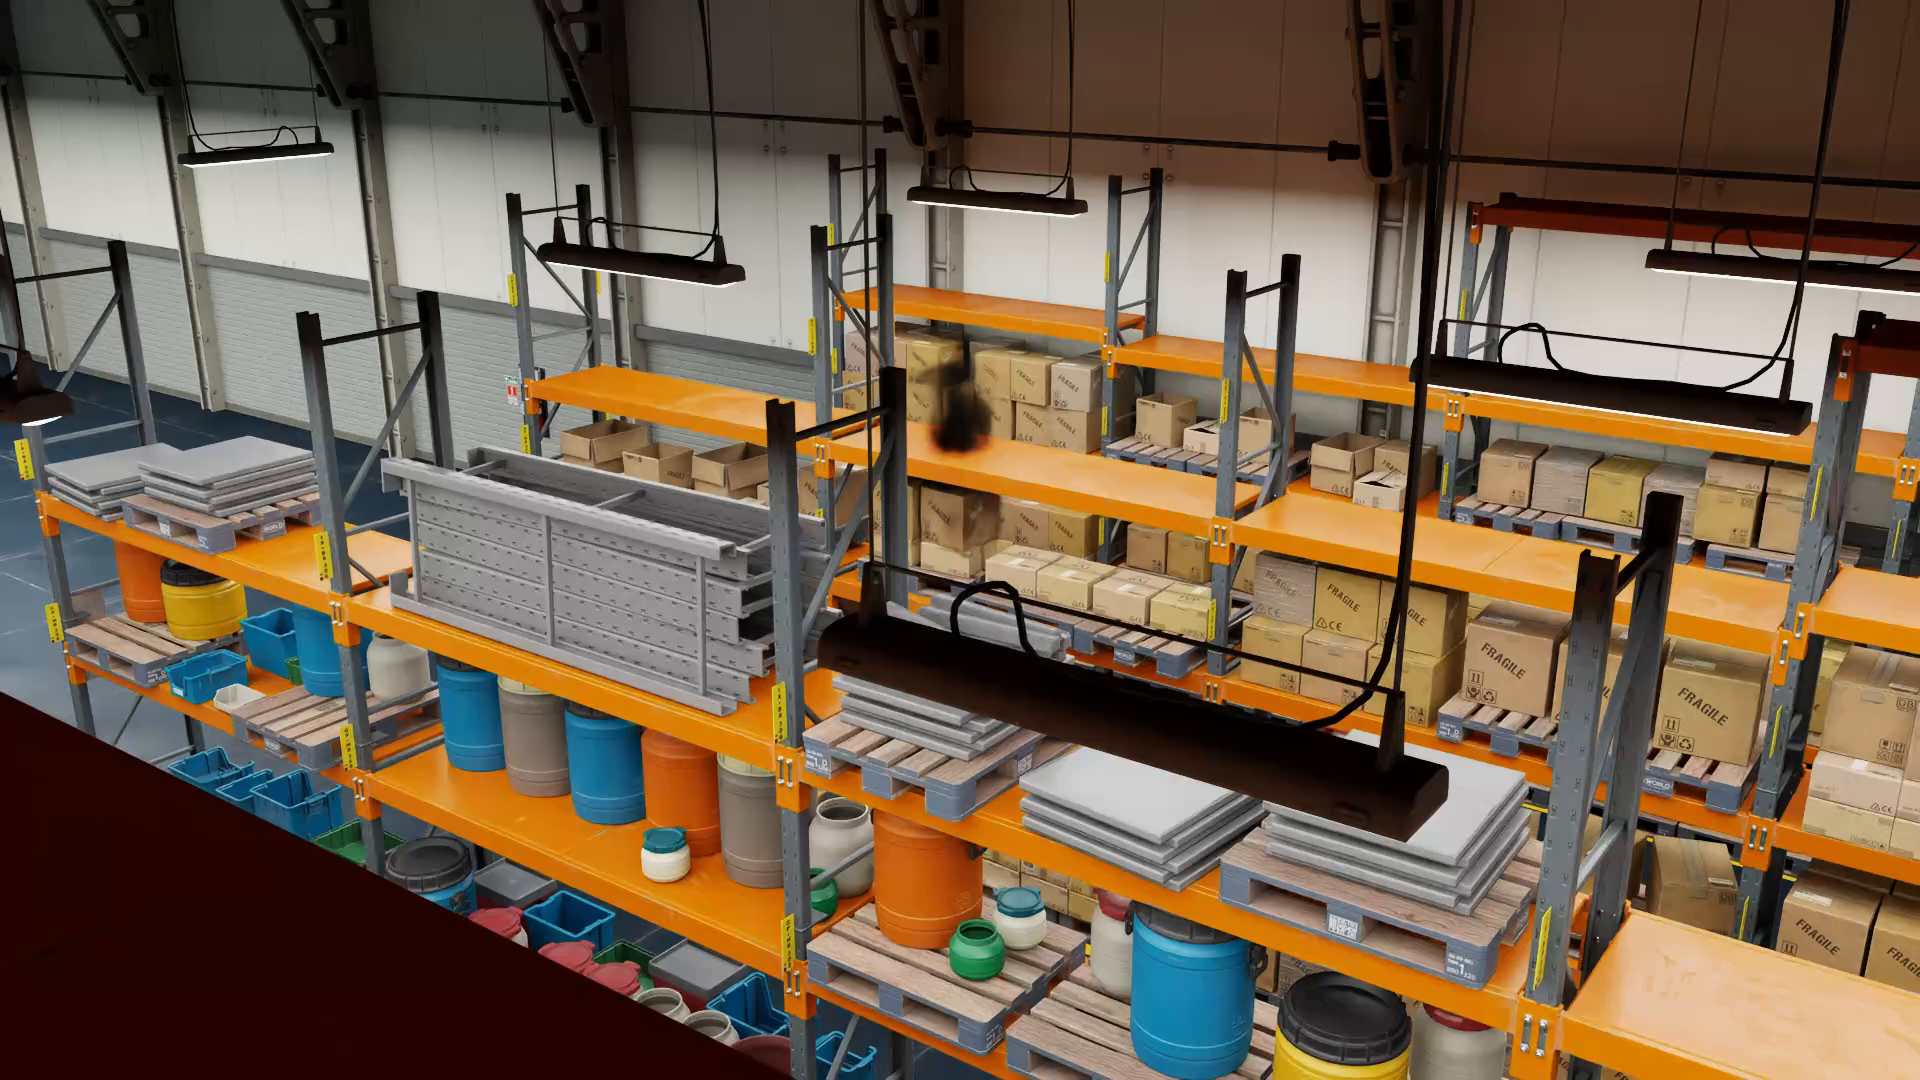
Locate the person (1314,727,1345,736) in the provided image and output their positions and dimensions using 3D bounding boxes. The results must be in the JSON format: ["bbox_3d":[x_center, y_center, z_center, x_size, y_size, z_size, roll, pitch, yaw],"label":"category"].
[{"bbox_3d":[3.443,2.387,15.368,0.785,1.673,0.687,8,20,24],"label":"person"}]
